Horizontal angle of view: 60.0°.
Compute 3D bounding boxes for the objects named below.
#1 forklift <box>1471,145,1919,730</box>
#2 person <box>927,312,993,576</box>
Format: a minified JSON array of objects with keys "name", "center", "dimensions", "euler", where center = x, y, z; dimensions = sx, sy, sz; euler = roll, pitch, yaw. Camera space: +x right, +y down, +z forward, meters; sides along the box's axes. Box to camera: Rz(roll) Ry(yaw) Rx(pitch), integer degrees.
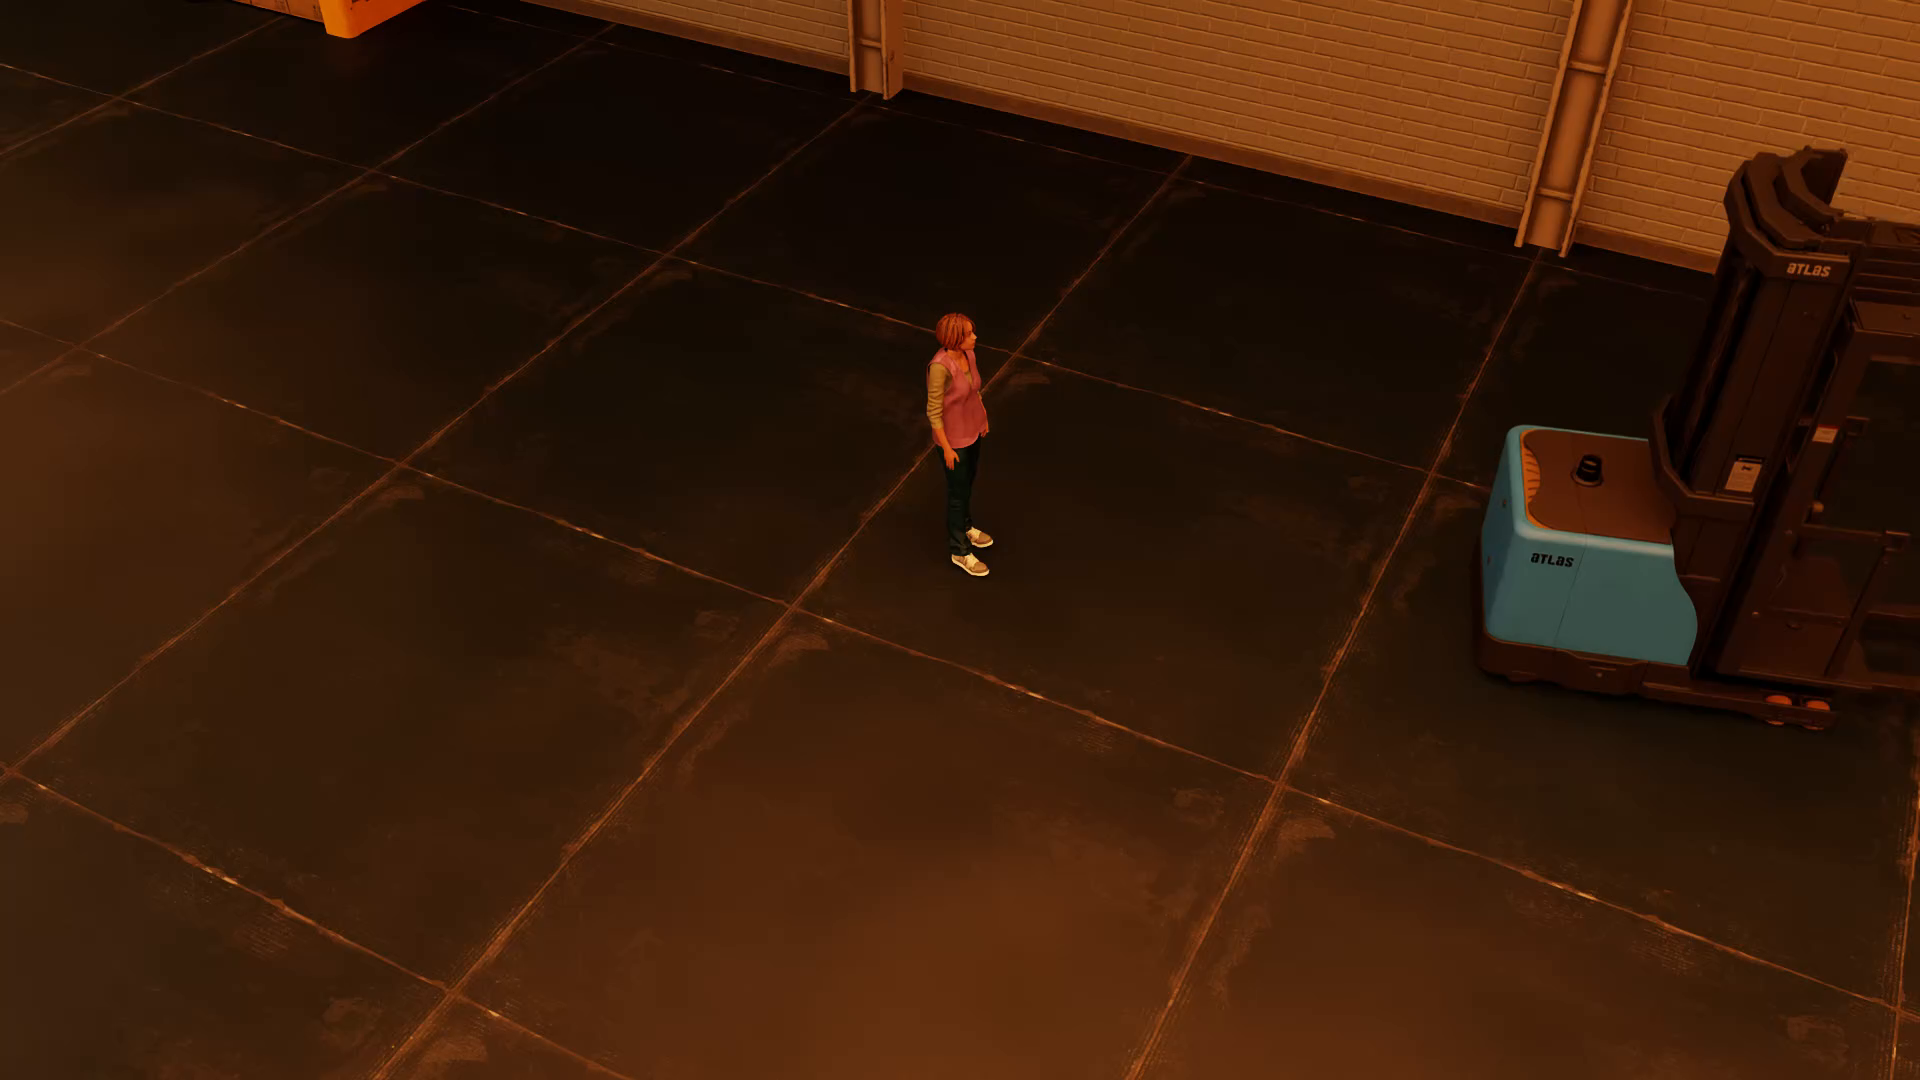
[{"name":"forklift","center":[4.465,-0.465,8.538],"dimensions":[3.031,2.935,1.130],"euler":[8,41,9]},{"name":"person","center":[0.059,-0.581,9.712],"dimensions":[0.476,1.582,0.520],"euler":[18,43,21]}]
